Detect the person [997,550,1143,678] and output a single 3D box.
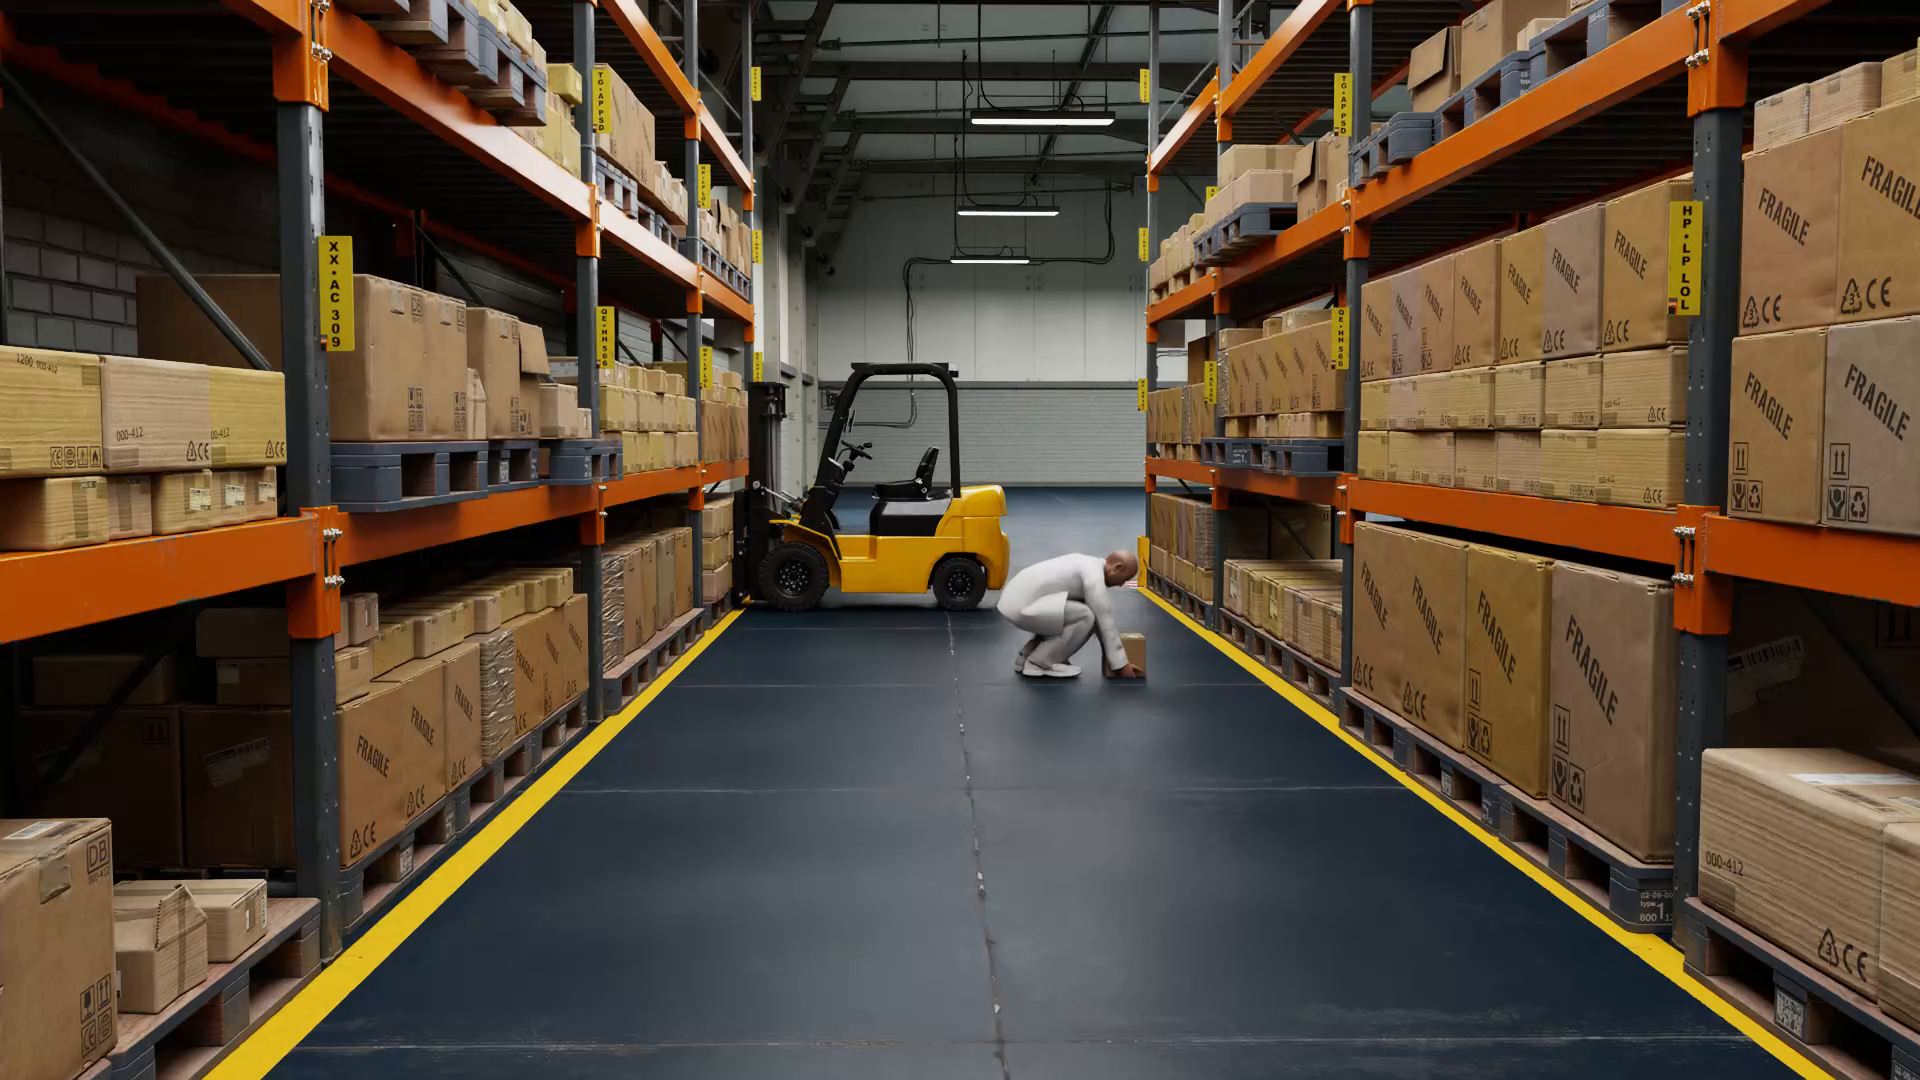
[{"bbox_3d":[0.699,0.517,10.630,0.922,0.840,0.578,0,4,-2],"label":"person"}]
